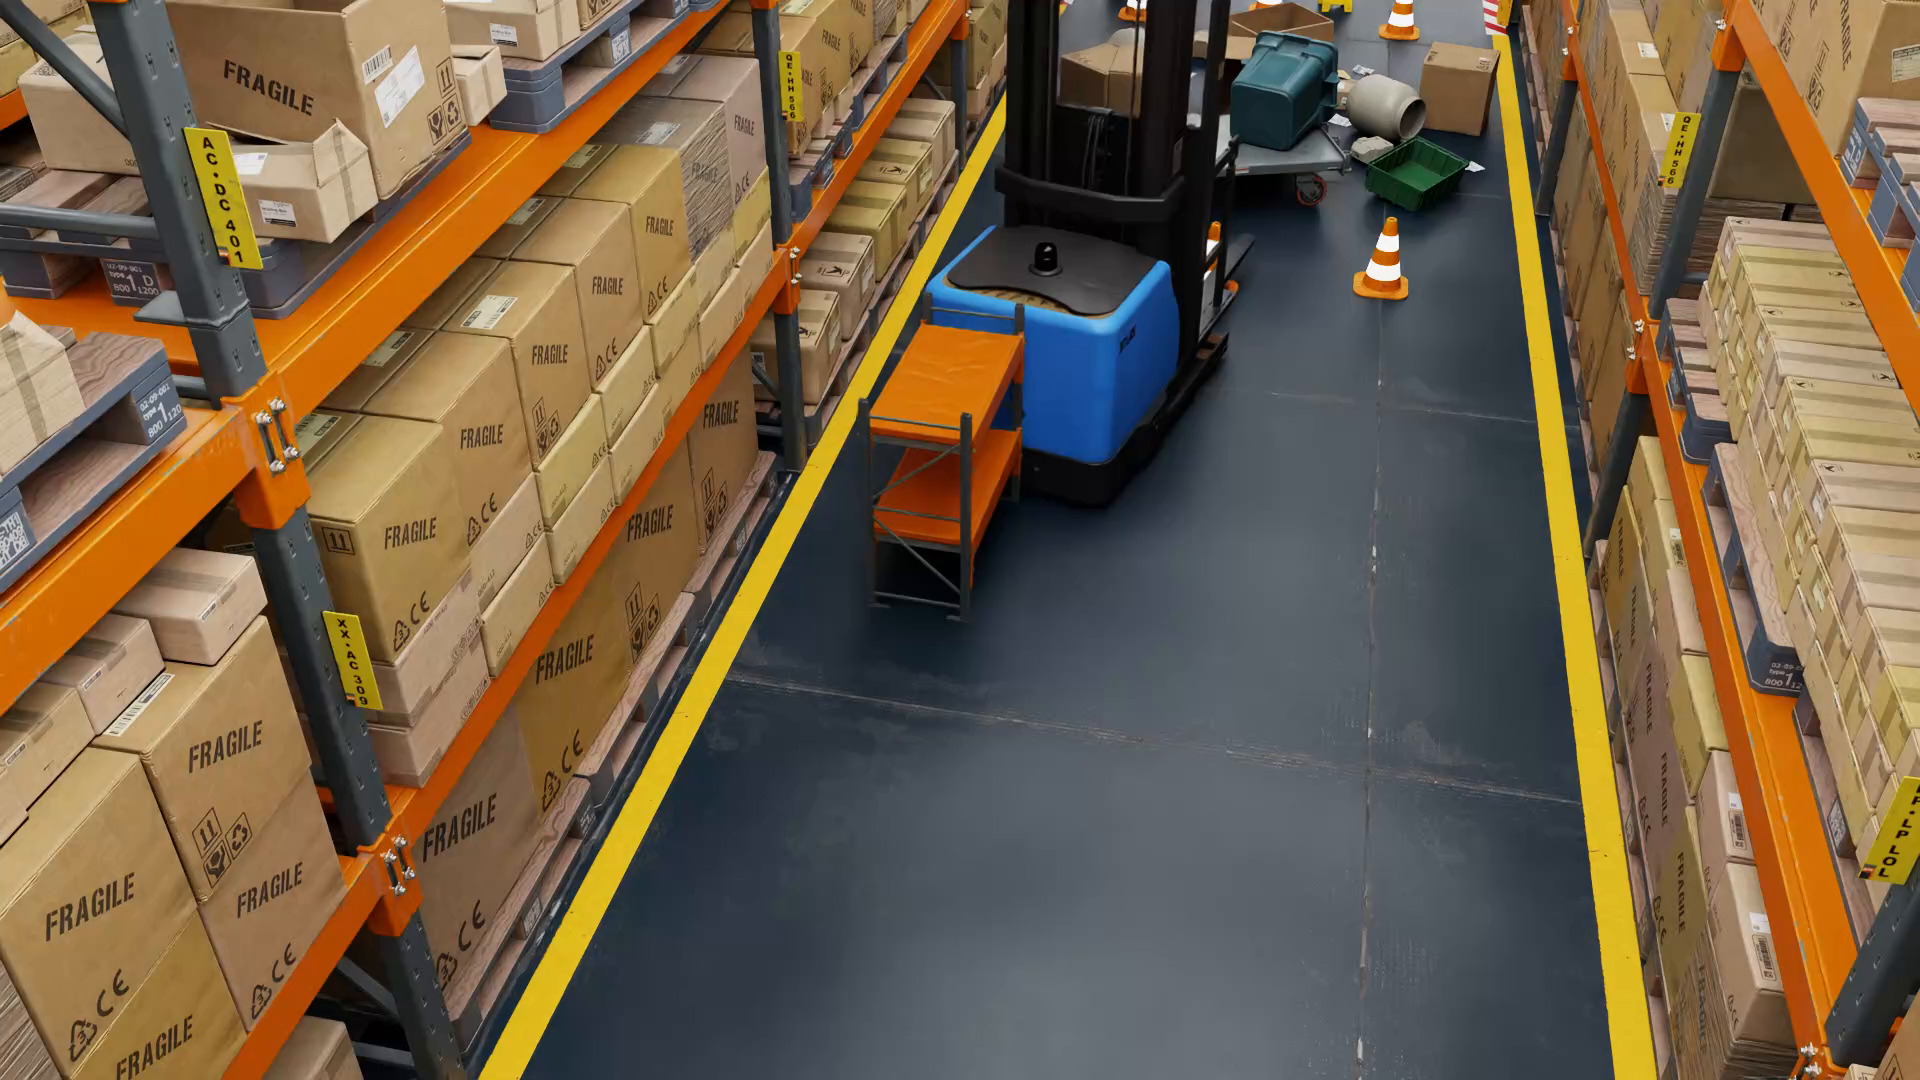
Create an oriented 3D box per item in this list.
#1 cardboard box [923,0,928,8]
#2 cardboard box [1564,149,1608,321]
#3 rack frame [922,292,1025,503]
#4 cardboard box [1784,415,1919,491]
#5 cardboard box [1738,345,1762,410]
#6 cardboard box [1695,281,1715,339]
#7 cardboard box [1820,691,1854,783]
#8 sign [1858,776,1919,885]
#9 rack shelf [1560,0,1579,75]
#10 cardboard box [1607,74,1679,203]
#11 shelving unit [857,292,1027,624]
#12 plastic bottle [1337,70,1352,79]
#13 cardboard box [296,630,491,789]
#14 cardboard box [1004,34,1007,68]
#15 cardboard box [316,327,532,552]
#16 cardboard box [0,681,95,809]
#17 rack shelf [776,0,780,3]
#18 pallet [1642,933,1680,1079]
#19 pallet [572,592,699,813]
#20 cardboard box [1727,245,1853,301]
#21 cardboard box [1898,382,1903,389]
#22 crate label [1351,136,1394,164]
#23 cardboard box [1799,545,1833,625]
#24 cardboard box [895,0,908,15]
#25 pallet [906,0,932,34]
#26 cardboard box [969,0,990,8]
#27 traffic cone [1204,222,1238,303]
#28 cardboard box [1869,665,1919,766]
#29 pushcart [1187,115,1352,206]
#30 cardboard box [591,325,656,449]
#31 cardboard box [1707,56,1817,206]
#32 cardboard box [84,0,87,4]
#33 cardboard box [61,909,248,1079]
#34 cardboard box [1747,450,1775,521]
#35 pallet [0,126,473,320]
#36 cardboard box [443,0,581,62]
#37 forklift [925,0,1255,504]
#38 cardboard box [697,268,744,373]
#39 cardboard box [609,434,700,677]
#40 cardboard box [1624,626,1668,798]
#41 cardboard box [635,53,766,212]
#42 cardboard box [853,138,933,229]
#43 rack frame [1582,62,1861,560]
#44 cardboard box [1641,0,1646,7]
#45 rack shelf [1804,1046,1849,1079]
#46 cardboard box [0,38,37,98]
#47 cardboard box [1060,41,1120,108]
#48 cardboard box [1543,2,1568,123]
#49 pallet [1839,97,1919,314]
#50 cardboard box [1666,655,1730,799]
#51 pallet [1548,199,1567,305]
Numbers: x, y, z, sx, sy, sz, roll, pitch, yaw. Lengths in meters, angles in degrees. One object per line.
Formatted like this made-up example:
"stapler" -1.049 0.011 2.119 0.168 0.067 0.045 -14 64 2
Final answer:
"cardboard box" -0.388 -3.385 10.221 0.380 0.149 0.250 7 36 9
"cardboard box" 4.149 -1.725 9.633 1.050 0.750 0.750 7 37 10
"rack frame" 0.063 -0.691 8.244 0.500 1.125 0.032 9 37 12
"cardboard box" 2.925 -0.264 5.408 0.380 0.149 0.250 7 36 9
"cardboard box" 3.086 -0.575 6.090 0.380 0.149 0.250 7 37 10
"cardboard box" 3.256 -0.929 6.832 0.380 0.149 0.250 7 36 9
"cardboard box" 2.696 0.589 4.738 0.380 0.149 0.250 7 37 10
"sign" 2.152 0.665 3.790 0.100 0.325 0.005 7 37 10
"rack shelf" 4.830 -4.241 12.158 1.077 0.370 4.000 7 37 10
"cardboard box" 3.597 -1.997 8.364 0.500 0.500 0.500 7 36 9
"shelving unit" -0.066 -0.402 7.846 0.538 1.125 1.048 9 37 12
"plastic bottle" 3.047 -3.671 13.262 0.133 0.061 0.283 -5 36 -6
"cardboard box" -1.811 0.480 5.159 0.500 0.250 0.500 6 36 9
"cardboard box" 0.149 -3.921 13.089 0.500 0.250 0.500 7 36 9
"cardboard box" -1.706 -0.318 5.196 0.500 0.500 0.500 7 37 10
"cardboard box" -2.143 0.426 3.616 0.380 0.149 0.250 7 37 10
"rack shelf" -0.881 -3.724 8.890 1.077 0.370 4.000 7 37 10
"pallet" 2.859 1.884 5.471 1.003 0.211 1.213 7 37 10
"pallet" -1.813 0.614 7.223 1.003 0.211 1.213 7 37 10
"cardboard box" 3.206 -1.006 6.432 0.380 0.149 0.250 6 36 9
"cardboard box" 3.783 -0.530 6.282 0.380 0.149 0.250 8 37 11
"crate label" 2.981 -2.810 12.011 0.298 0.136 0.250 -17 39 -22
"cardboard box" 2.808 0.160 5.076 0.380 0.149 0.250 6 36 8
"cardboard box" -0.549 -3.406 9.696 0.500 0.500 0.500 9 37 12
"pallet" -0.759 -3.450 10.618 1.003 0.211 1.213 7 37 10
"cardboard box" 0.021 -3.939 11.923 0.380 0.149 0.250 8 37 11
"traffic cone" 1.564 -1.743 10.260 0.336 0.463 0.334 7 37 10
"cardboard box" 2.646 0.483 4.377 0.380 0.149 0.250 6 36 9
"pushcart" 1.784 -2.629 11.556 1.648 0.377 0.936 -5 36 -6
"cardboard box" -1.470 -0.599 6.222 0.500 0.250 0.500 6 36 9
"cardboard box" 3.655 -1.794 7.231 0.700 0.500 0.500 7 37 10
"cardboard box" -5.503 -3.521 10.254 0.500 0.250 0.500 8 37 11
"cardboard box" -2.117 1.192 3.964 0.500 0.500 0.500 6 36 9
"cardboard box" 2.975 -0.169 5.783 0.380 0.149 0.250 8 37 11
"pallet" -2.015 -1.030 4.722 0.805 0.209 1.217 6 36 8
"cardboard box" -1.431 -1.695 5.234 0.396 0.266 0.258 10 37 14
"forklift" 0.908 -2.221 8.817 1.130 2.935 3.031 16 39 21
"cardboard box" -1.257 -0.977 7.169 0.500 0.250 0.500 8 37 11
"cardboard box" -1.732 -0.068 7.240 0.875 0.875 0.875 8 37 11
"cardboard box" 2.940 0.707 6.491 0.500 0.500 0.500 6 36 9
"cardboard box" -1.163 -1.771 7.200 0.500 0.500 0.500 6 36 9
"cardboard box" -0.714 -2.340 10.804 0.950 0.372 0.625 10 37 13
"rack frame" 3.549 -1.092 7.201 1.000 3.000 0.127 7 37 10
"cardboard box" 4.195 -3.250 9.241 0.700 0.500 0.500 7 36 9
"rack shelf" 2.267 2.639 2.666 1.077 0.370 4.000 7 37 10
"cardboard box" -5.713 -2.725 9.582 0.500 0.250 0.500 7 36 9
"cardboard box" 1.104 -3.380 12.486 0.500 0.500 0.500 -24 42 -30
"cardboard box" 4.795 -3.564 12.064 0.875 0.875 0.875 8 37 10
"pallet" 3.149 -0.873 4.502 1.213 0.211 1.003 7 37 10
"cardboard box" 2.828 0.683 5.885 0.500 0.250 0.500 6 36 8
"pallet" 4.312 -1.804 10.560 1.003 0.211 1.213 7 37 10
